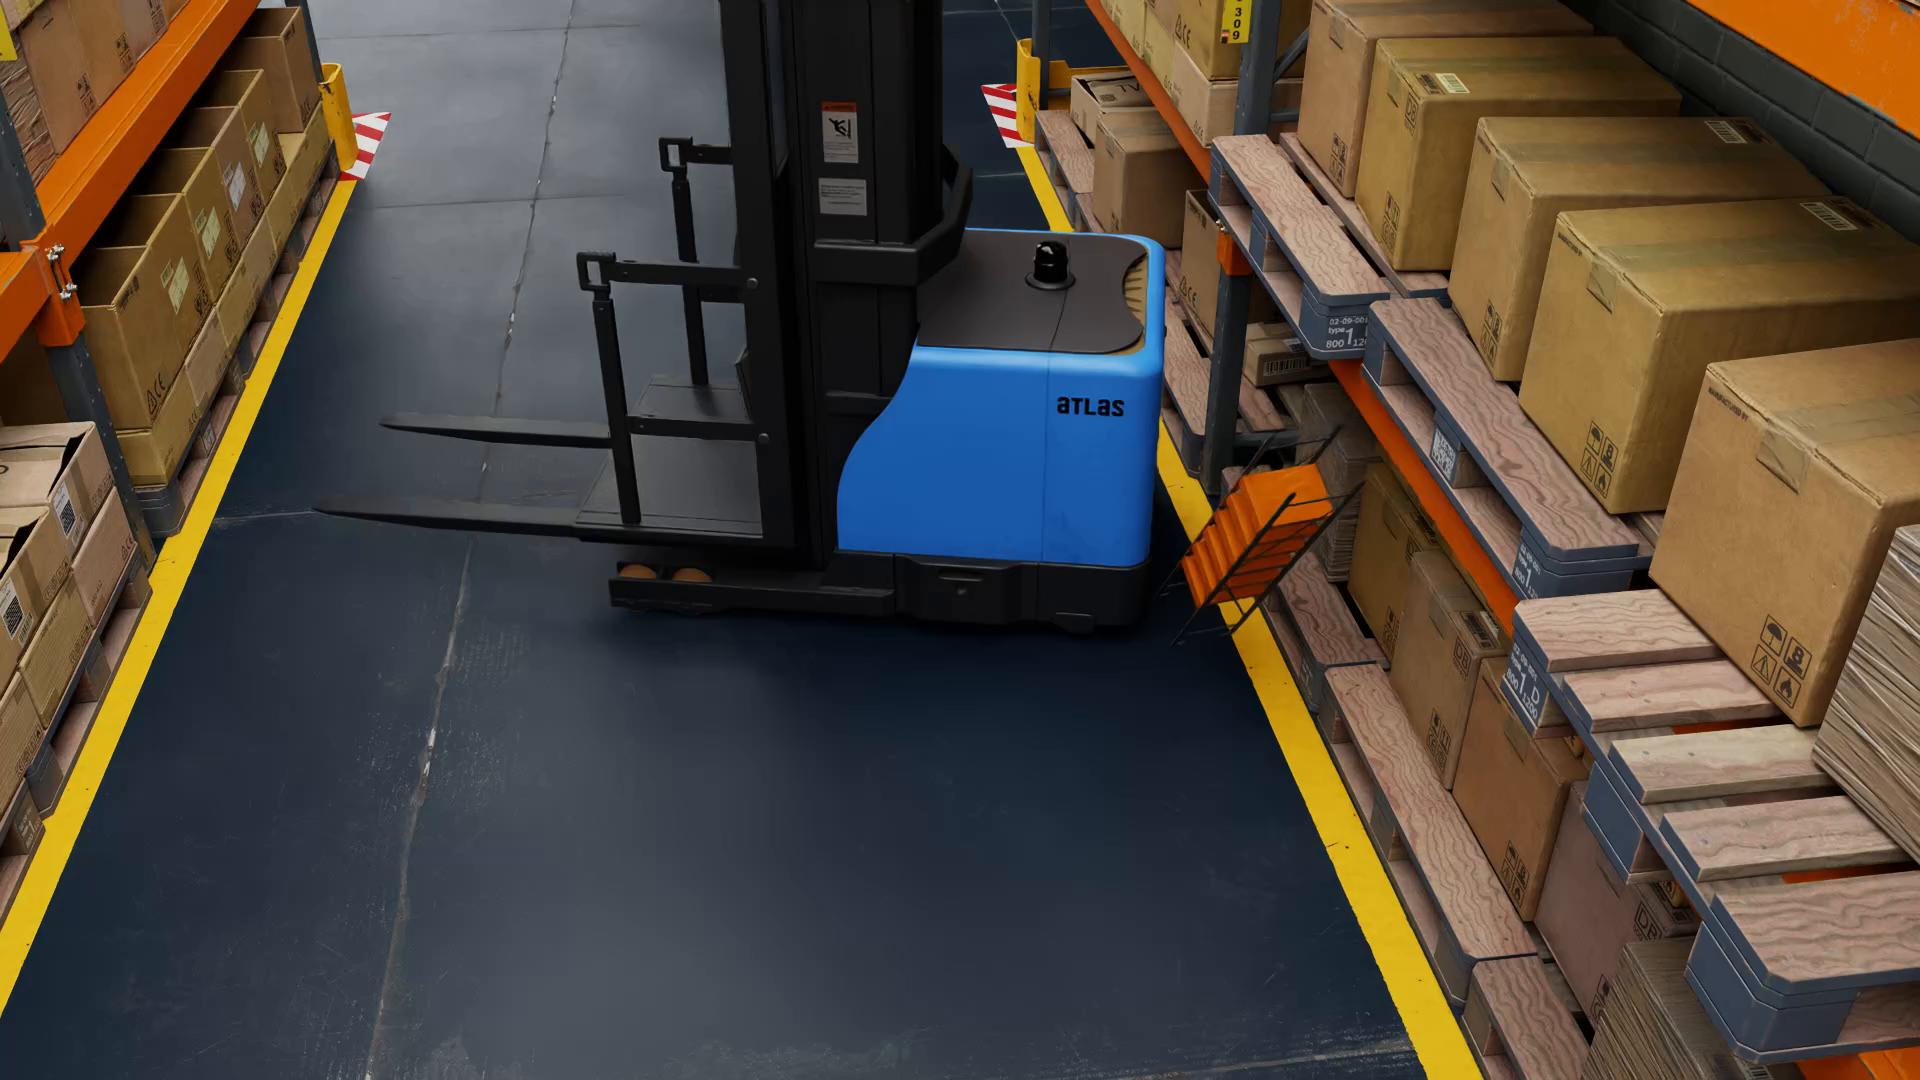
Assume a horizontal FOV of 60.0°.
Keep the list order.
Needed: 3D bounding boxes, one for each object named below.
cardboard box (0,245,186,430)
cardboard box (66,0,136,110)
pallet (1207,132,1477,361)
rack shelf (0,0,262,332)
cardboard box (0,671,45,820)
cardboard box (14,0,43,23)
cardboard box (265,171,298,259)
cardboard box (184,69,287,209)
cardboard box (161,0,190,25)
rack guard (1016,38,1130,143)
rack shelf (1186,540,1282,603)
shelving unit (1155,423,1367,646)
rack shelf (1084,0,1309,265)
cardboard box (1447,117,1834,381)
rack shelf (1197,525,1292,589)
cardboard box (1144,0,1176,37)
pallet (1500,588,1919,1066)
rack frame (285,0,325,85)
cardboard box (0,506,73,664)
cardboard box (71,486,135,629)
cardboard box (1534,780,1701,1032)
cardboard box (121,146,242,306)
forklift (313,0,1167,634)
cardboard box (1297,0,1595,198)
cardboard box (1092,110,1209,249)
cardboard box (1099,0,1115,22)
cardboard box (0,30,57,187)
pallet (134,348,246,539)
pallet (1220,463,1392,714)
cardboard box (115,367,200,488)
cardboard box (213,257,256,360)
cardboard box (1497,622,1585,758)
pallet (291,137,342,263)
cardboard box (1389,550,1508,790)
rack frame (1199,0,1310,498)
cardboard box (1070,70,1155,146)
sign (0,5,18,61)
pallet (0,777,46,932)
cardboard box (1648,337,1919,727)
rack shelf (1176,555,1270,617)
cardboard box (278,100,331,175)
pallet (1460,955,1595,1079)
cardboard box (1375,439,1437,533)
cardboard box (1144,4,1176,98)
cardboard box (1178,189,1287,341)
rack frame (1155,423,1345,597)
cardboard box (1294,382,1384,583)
[{"bbox_3d":[-3.207,-0.731,6.061,0.500,0.500,0.500,-4,35,-6],"label":"cardboard box"},{"bbox_3d":[-3.662,-1.963,6.379,0.700,0.500,0.500,-4,34,-6],"label":"cardboard box"},{"bbox_3d":[1.412,-0.961,5.168,1.003,0.211,1.213,-4,35,-6],"label":"pallet"},{"bbox_3d":[-3.724,-1.920,7.042,1.077,0.370,4.000,-4,35,-6],"label":"rack shelf"},{"bbox_3d":[-2.976,0.639,4.717,0.500,0.250,0.500,-4,34,-5],"label":"cardboard box"},{"bbox_3d":[-3.369,-1.859,5.649,0.380,0.149,0.250,-5,35,-8],"label":"cardboard box"},{"bbox_3d":[-3.480,-1.537,7.910,0.500,0.250,0.500,-4,35,-6],"label":"cardboard box"},{"bbox_3d":[-3.477,-1.847,7.699,0.500,0.500,0.500,-4,35,-6],"label":"cardboard box"},{"bbox_3d":[-3.806,-2.543,7.229,0.700,0.500,0.500,-4,34,-6],"label":"cardboard box"},{"bbox_3d":[0.926,-2.635,9.673,1.175,0.500,0.348,-4,35,-6],"label":"rack guard"},{"bbox_3d":[0.886,0.081,5.384,0.258,0.103,0.180,-10,68,-14],"label":"rack shelf"},{"bbox_3d":[0.913,0.015,5.236,0.258,1.200,0.189,-10,68,-14],"label":"shelving unit"},{"bbox_3d":[1.184,-2.297,7.596,1.077,0.370,4.000,-4,35,-6],"label":"rack shelf"},{"bbox_3d":[1.676,-0.737,4.189,0.700,0.500,0.500,0,34,0],"label":"cardboard box"},{"bbox_3d":[0.906,0.033,5.276,0.258,0.103,0.180,-10,68,-14],"label":"rack shelf"},{"bbox_3d":[1.010,-2.253,6.342,0.500,0.500,0.500,-5,35,-7],"label":"cardboard box"},{"bbox_3d":[1.790,0.444,3.106,1.213,0.211,1.003,-4,35,-6],"label":"pallet"},{"bbox_3d":[-3.993,-3.333,8.477,1.000,3.000,0.127,-4,35,-6],"label":"rack frame"},{"bbox_3d":[-3.040,0.124,4.975,0.500,0.311,0.500,-3,34,-5],"label":"cardboard box"},{"bbox_3d":[-3.112,0.071,5.551,0.500,0.250,0.500,-5,35,-7],"label":"cardboard box"},{"bbox_3d":[1.889,0.911,4.079,0.700,0.500,0.500,-4,35,-6],"label":"cardboard box"},{"bbox_3d":[-3.342,-1.289,6.880,0.500,0.500,0.500,-4,35,-6],"label":"cardboard box"},{"bbox_3d":[-0.807,-1.236,5.461,3.031,2.935,1.130,4,34,5],"label":"forklift"},{"bbox_3d":[1.488,-1.415,5.183,0.700,0.500,0.500,-4,35,-6],"label":"cardboard box"},{"bbox_3d":[1.045,-1.735,7.961,0.700,0.500,0.500,-6,35,-9],"label":"cardboard box"},{"bbox_3d":[0.879,-2.505,7.377,0.500,0.250,0.500,-4,34,-6],"label":"cardboard box"},{"bbox_3d":[-3.521,-1.389,5.536,0.700,0.500,0.500,-5,35,-8],"label":"cardboard box"},{"bbox_3d":[-3.520,-0.396,6.643,1.003,0.211,1.213,-4,35,-6],"label":"pallet"},{"bbox_3d":[1.559,0.108,5.903,1.003,0.211,1.213,-4,35,-6],"label":"pallet"},{"bbox_3d":[-3.217,-0.420,6.271,0.500,0.250,0.500,-4,35,-6],"label":"cardboard box"},{"bbox_3d":[-3.341,-0.979,7.091,0.500,0.250,0.500,-4,35,-6],"label":"cardboard box"},{"bbox_3d":[1.754,0.288,4.327,0.500,0.250,0.500,-5,35,-7],"label":"cardboard box"},{"bbox_3d":[-3.849,-1.757,8.641,1.003,0.211,1.213,-4,35,-6],"label":"pallet"},{"bbox_3d":[1.717,0.355,4.895,0.700,0.500,0.500,-4,34,-6],"label":"cardboard box"},{"bbox_3d":[1.453,-1.478,5.755,1.000,3.000,0.127,-4,35,-6],"label":"rack frame"},{"bbox_3d":[0.919,-2.388,9.088,0.500,0.311,0.500,-8,35,-12],"label":"cardboard box"},{"bbox_3d":[-2.919,-1.593,4.966,0.100,0.325,0.005,-4,35,-6],"label":"sign"},{"bbox_3d":[-3.150,1.142,4.387,1.003,0.211,1.213,-4,35,-6],"label":"pallet"},{"bbox_3d":[1.816,-0.041,3.166,0.700,0.500,0.500,-8,35,-11],"label":"cardboard box"},{"bbox_3d":[0.867,0.130,5.492,0.258,0.103,0.180,-10,68,-14],"label":"rack shelf"},{"bbox_3d":[-3.628,-2.093,8.727,0.500,0.250,0.500,-4,35,-6],"label":"cardboard box"},{"bbox_3d":[1.888,1.470,3.905,1.003,0.211,1.213,-4,35,-6],"label":"pallet"},{"bbox_3d":[1.631,-0.282,5.163,0.500,0.250,0.500,-5,35,-7],"label":"cardboard box"},{"bbox_3d":[1.030,-1.945,6.555,0.500,0.250,0.500,-4,35,-6],"label":"cardboard box"},{"bbox_3d":[1.274,-1.203,7.181,0.500,0.500,0.500,-7,35,-10],"label":"cardboard box"},{"bbox_3d":[0.890,-0.068,5.269,0.240,1.200,0.006,-10,68,-14],"label":"rack frame"},{"bbox_3d":[1.569,-0.218,5.735,0.700,0.500,0.500,-3,34,-5],"label":"cardboard box"}]
